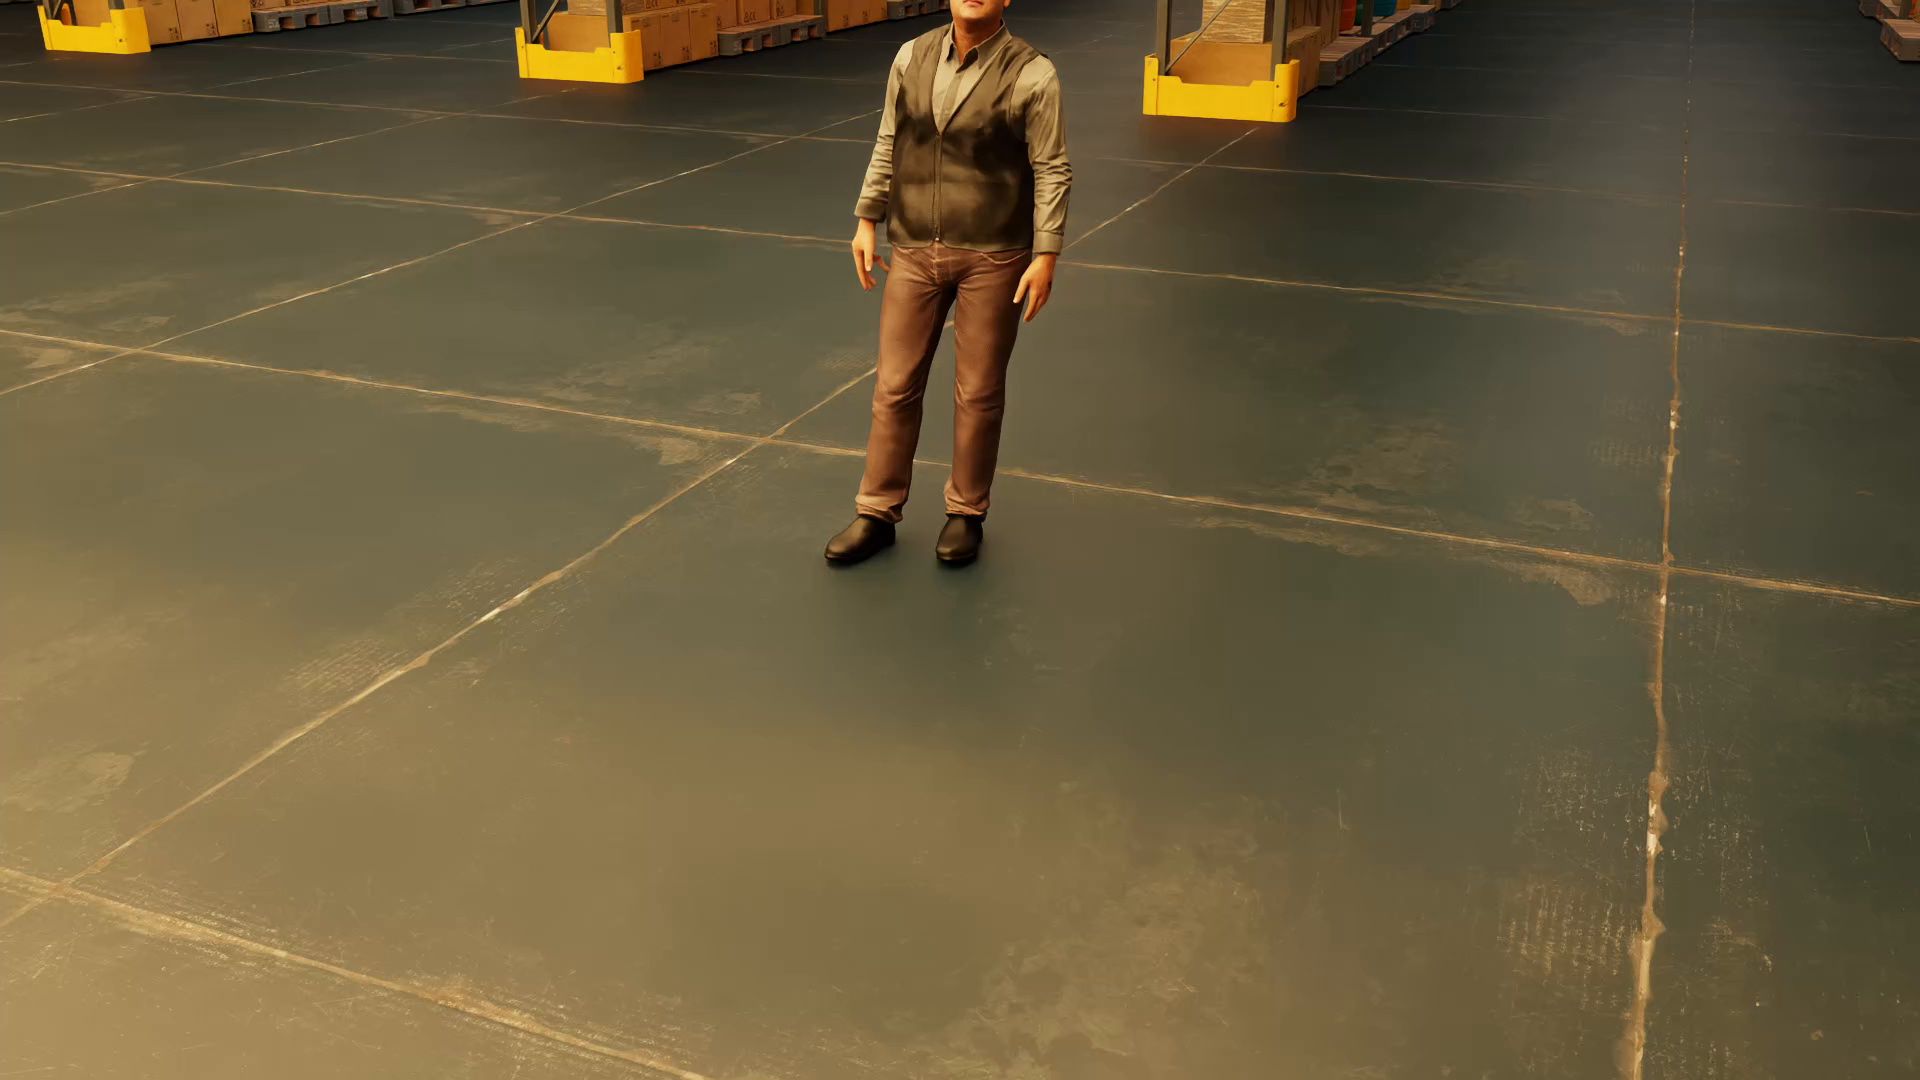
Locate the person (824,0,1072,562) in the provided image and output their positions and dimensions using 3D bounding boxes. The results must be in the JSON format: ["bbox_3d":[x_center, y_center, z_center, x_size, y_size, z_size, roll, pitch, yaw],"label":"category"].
[{"bbox_3d":[-0.031,-0.780,4.708,0.632,1.720,0.568,9,24,21],"label":"person"}]
